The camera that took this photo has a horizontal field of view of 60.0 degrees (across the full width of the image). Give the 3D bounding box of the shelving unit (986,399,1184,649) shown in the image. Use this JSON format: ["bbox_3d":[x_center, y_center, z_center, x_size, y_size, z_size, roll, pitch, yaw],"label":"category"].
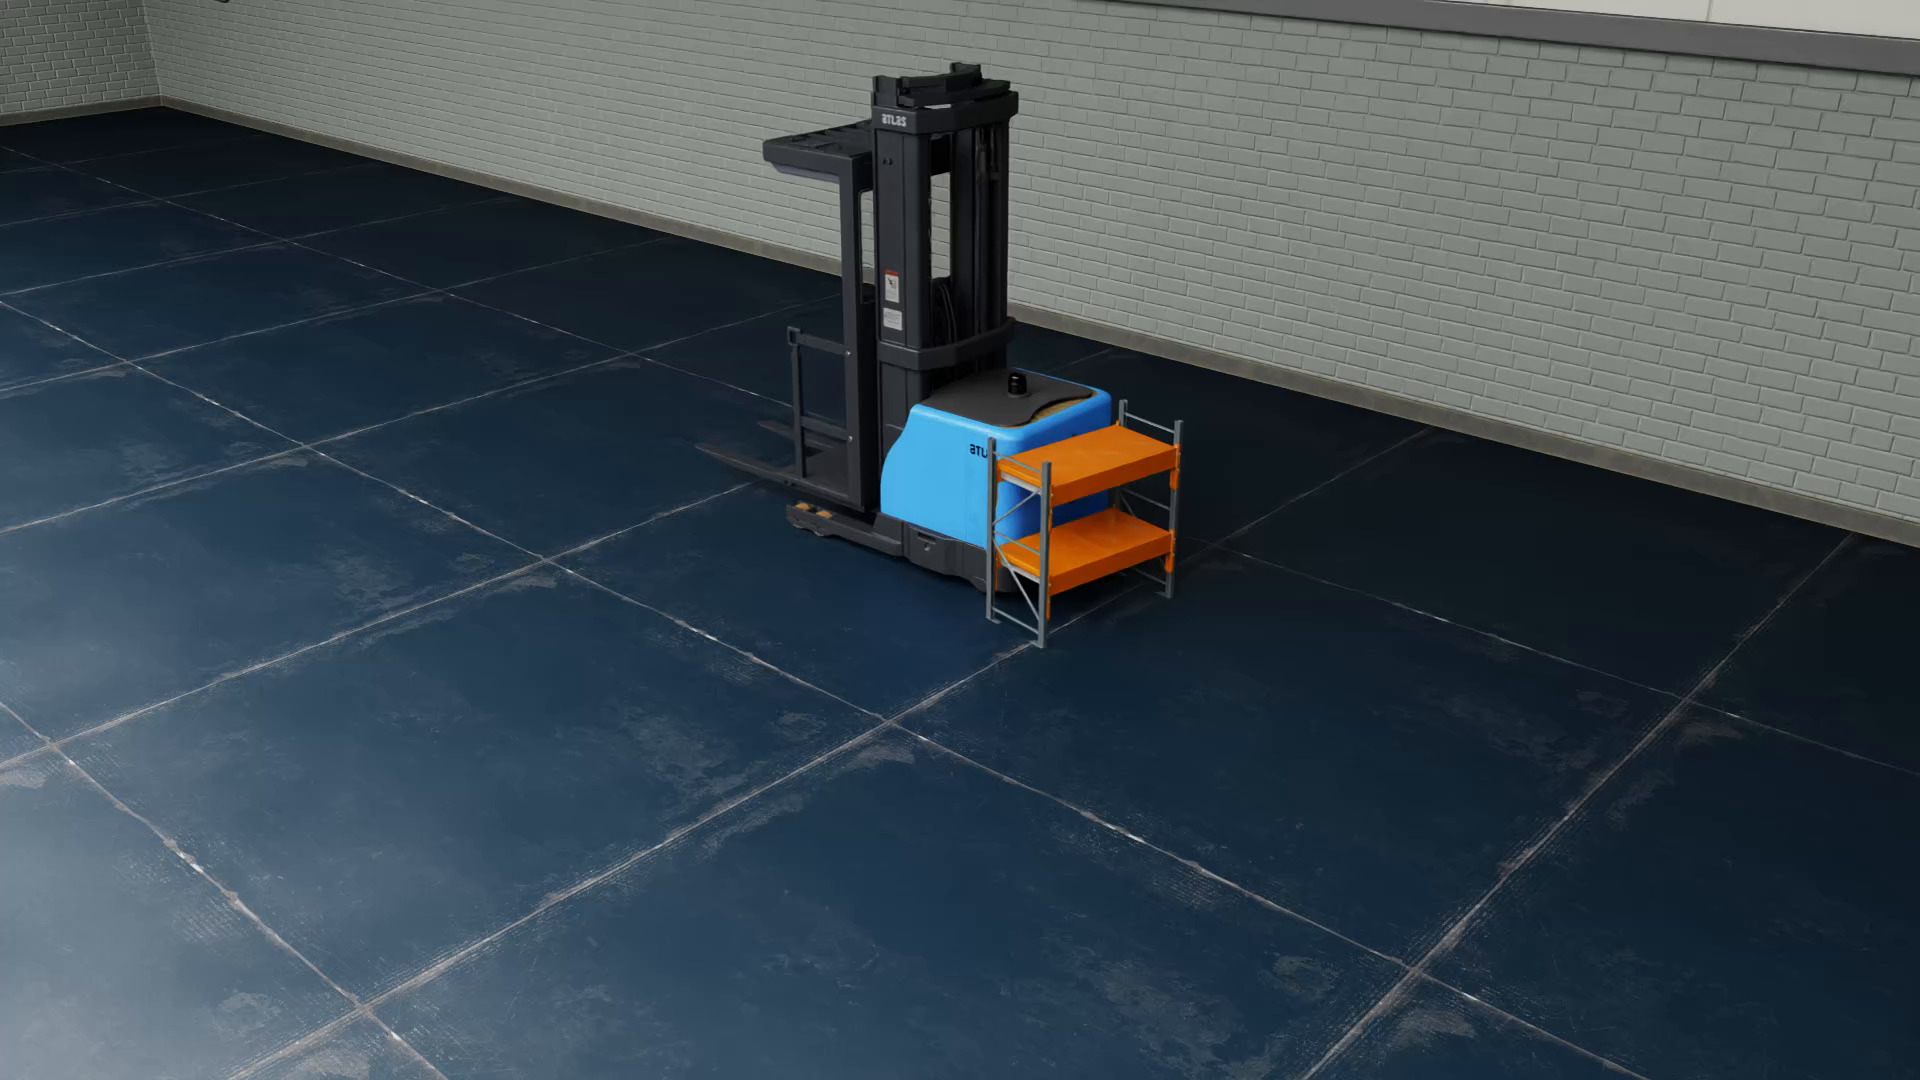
[{"bbox_3d":[0.717,-0.111,9.622,1.048,1.125,0.538,-18,30,-35],"label":"shelving unit"}]

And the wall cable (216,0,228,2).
[{"bbox_3d":[-11.295,-9.016,23.655,3.097,2.526,0.112,20,31,38],"label":"wall cable"}]

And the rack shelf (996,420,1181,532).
[{"bbox_3d":[0.717,-0.378,9.502,1.000,0.278,0.538,-18,30,-35],"label":"rack shelf"}]

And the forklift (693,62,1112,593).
[{"bbox_3d":[-0.507,-1.504,10.523,3.031,2.935,1.130,19,30,36],"label":"forklift"}]

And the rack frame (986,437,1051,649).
[{"bbox_3d":[0.322,0.020,9.330,0.032,1.125,0.500,-18,30,-35],"label":"rack frame"}]

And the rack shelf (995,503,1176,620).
[{"bbox_3d":[0.717,0.112,9.722,1.000,0.278,0.538,-18,30,-35],"label":"rack shelf"}]

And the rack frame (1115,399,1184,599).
[{"bbox_3d":[1.113,-0.242,9.914,0.032,1.125,0.500,-18,30,-35],"label":"rack frame"}]
